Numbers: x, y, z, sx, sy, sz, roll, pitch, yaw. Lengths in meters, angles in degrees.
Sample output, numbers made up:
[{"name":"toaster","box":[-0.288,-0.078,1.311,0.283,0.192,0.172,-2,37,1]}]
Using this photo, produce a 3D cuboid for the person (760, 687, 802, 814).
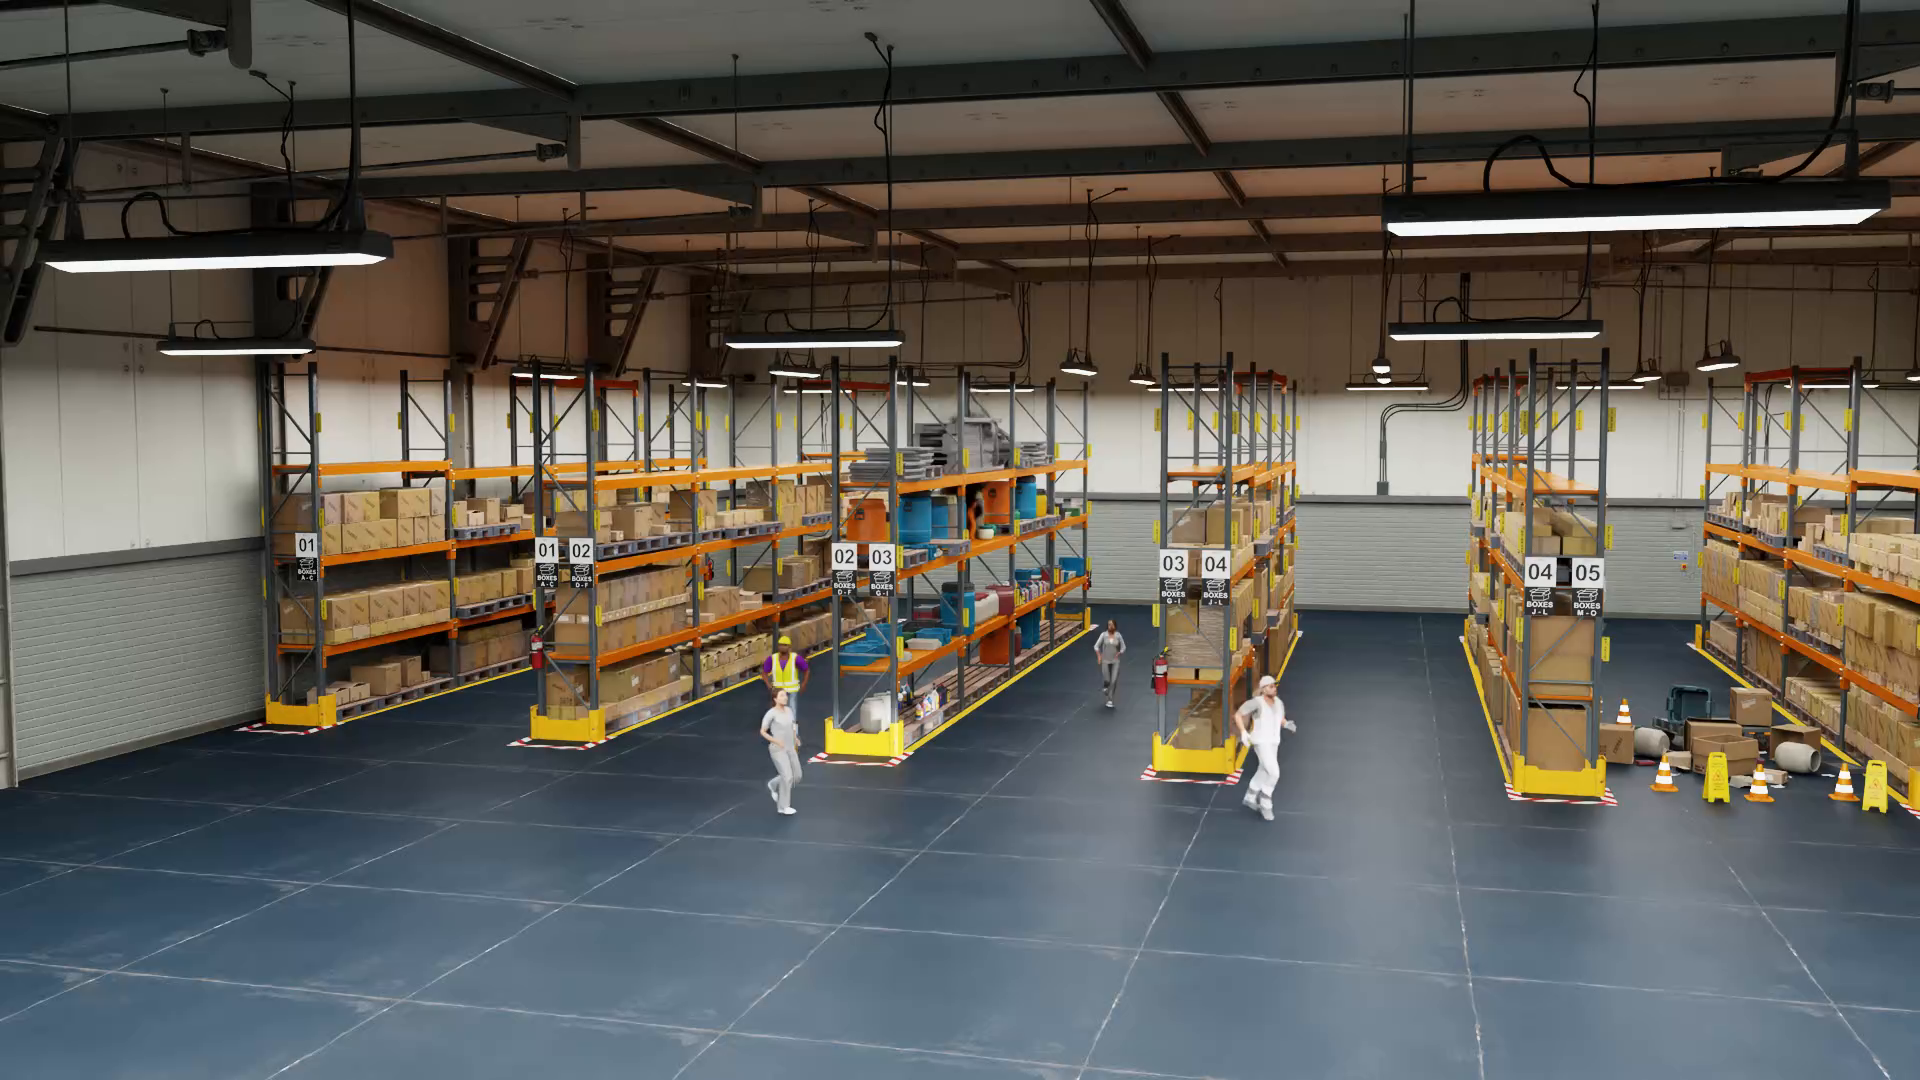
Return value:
[{"name":"person","box":[-2.317,2.689,21.338,0.594,1.616,0.562,4,5,42]}]

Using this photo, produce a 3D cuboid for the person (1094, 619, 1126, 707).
[{"name":"person","box":[2.658,2.163,29.373,0.549,1.547,0.557,0,4,-1]}]

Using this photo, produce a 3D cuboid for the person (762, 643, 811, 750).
[{"name":"person","box":[-2.673,2.365,25.544,0.751,1.733,0.785,0,4,2]}]

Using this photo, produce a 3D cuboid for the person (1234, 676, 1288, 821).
[{"name":"person","box":[3.870,2.633,21.193,0.641,1.838,0.659,-3,5,-40]}]
